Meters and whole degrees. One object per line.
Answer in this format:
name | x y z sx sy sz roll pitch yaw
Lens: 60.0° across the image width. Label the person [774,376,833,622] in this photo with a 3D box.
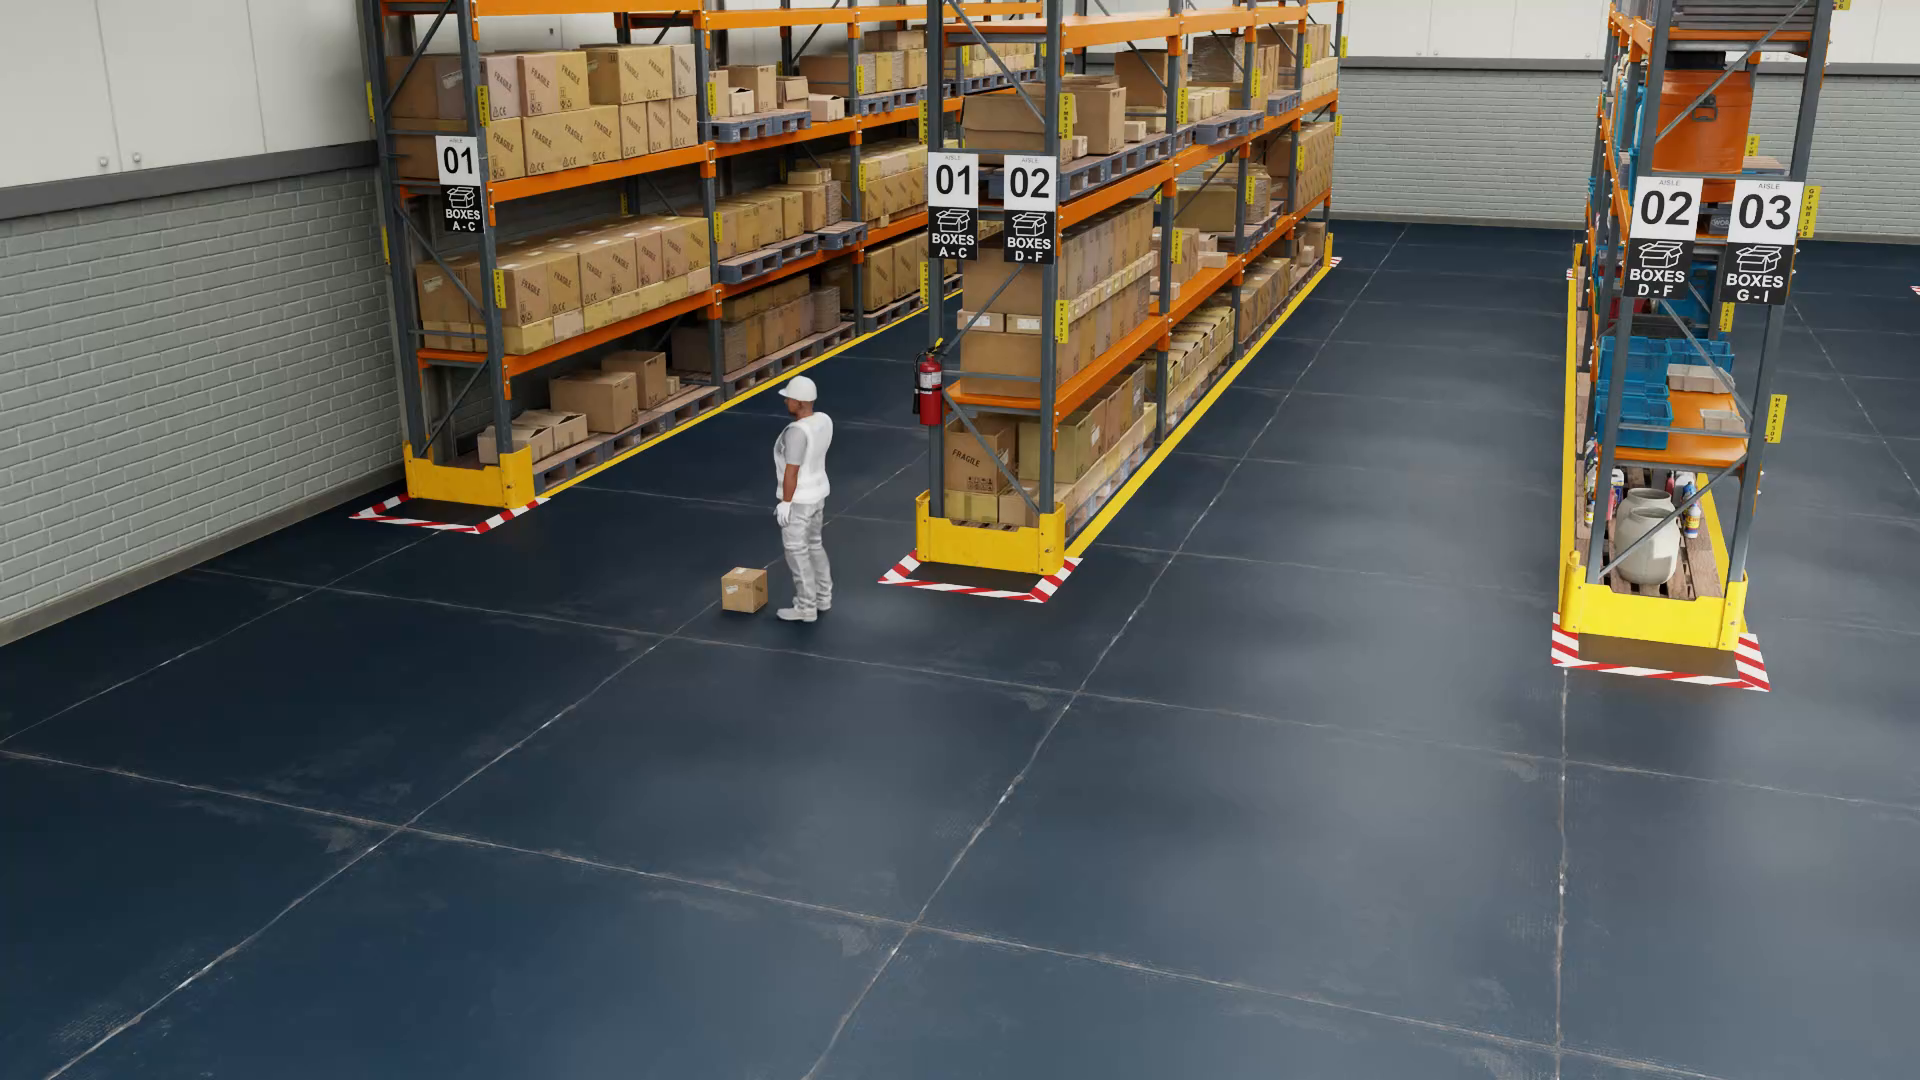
person | -1.131 -0.302 11.931 0.357 1.782 0.545 7 20 20
